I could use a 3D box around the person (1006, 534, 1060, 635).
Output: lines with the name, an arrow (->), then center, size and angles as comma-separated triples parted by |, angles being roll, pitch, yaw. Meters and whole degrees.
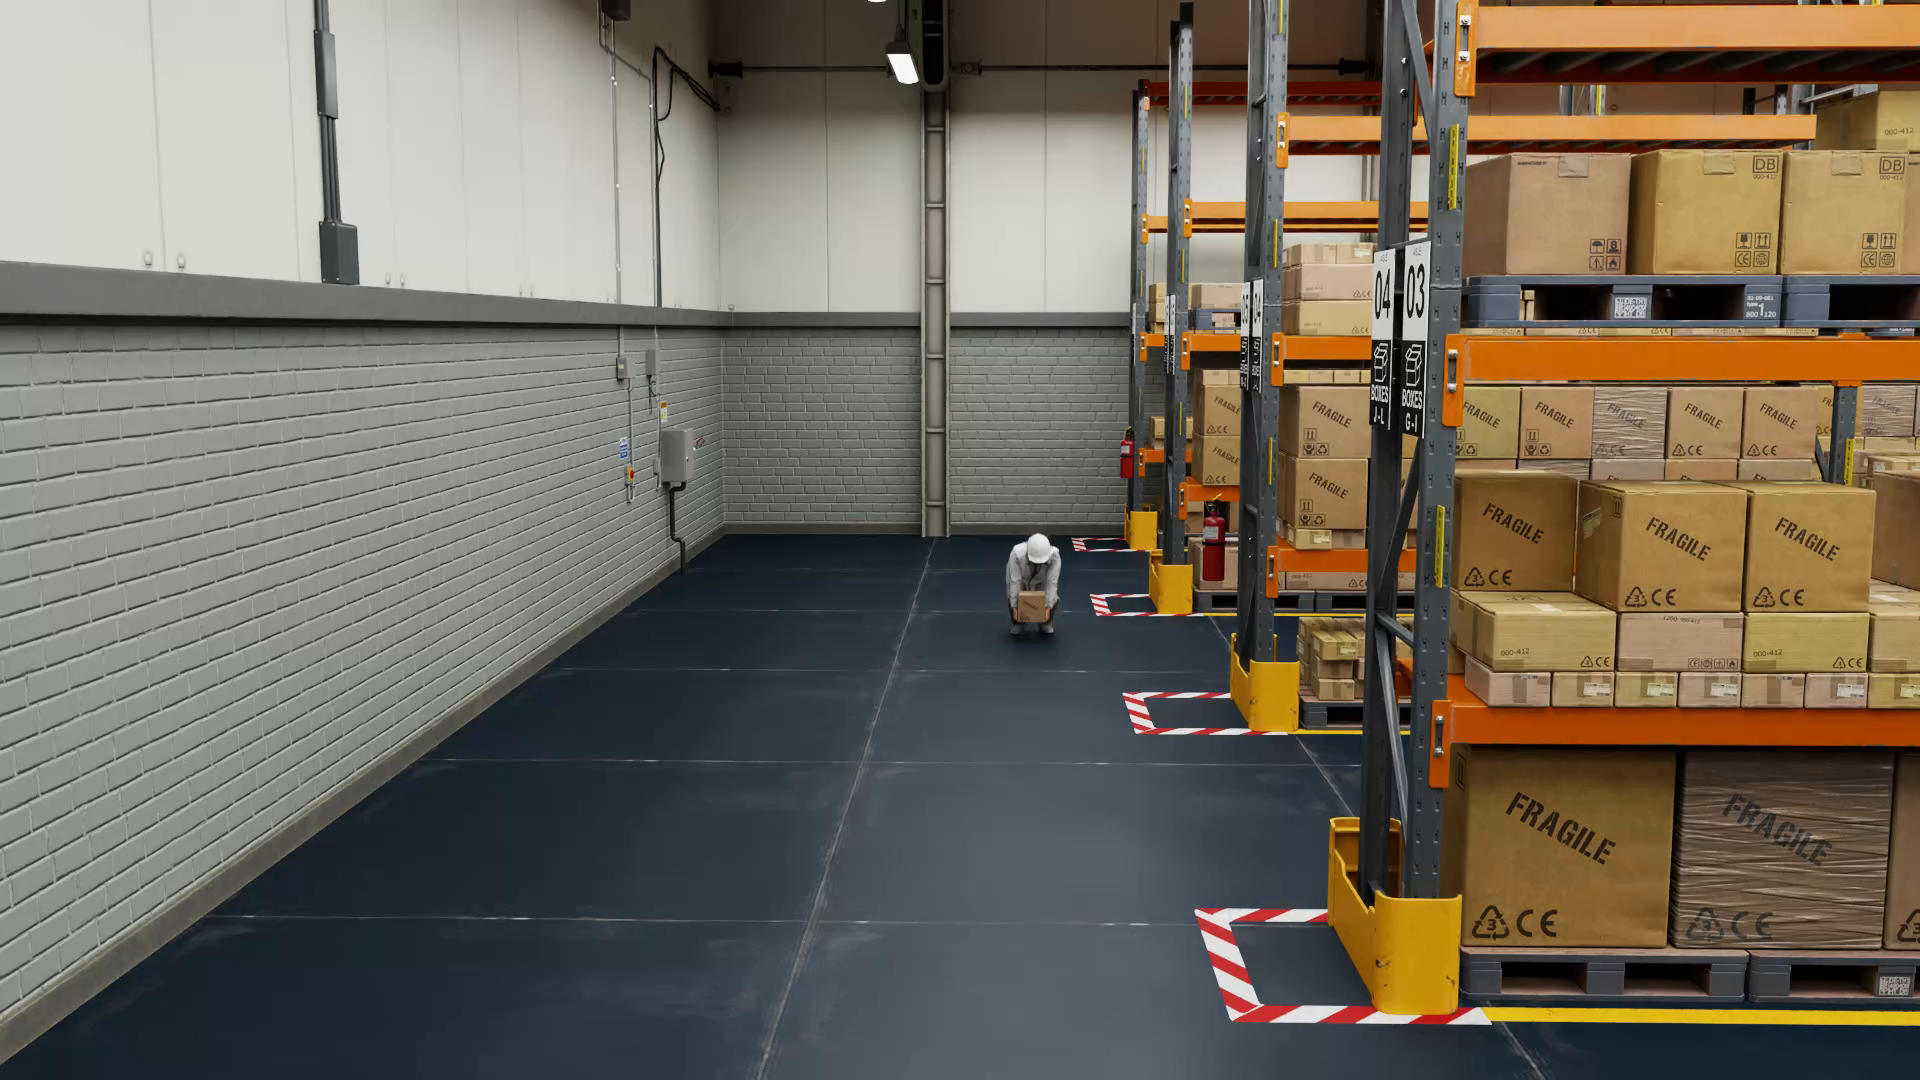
person -> 0.683, 0.403, 15.594 | 0.503, 1.003, 0.877 | 0, 7, 0
